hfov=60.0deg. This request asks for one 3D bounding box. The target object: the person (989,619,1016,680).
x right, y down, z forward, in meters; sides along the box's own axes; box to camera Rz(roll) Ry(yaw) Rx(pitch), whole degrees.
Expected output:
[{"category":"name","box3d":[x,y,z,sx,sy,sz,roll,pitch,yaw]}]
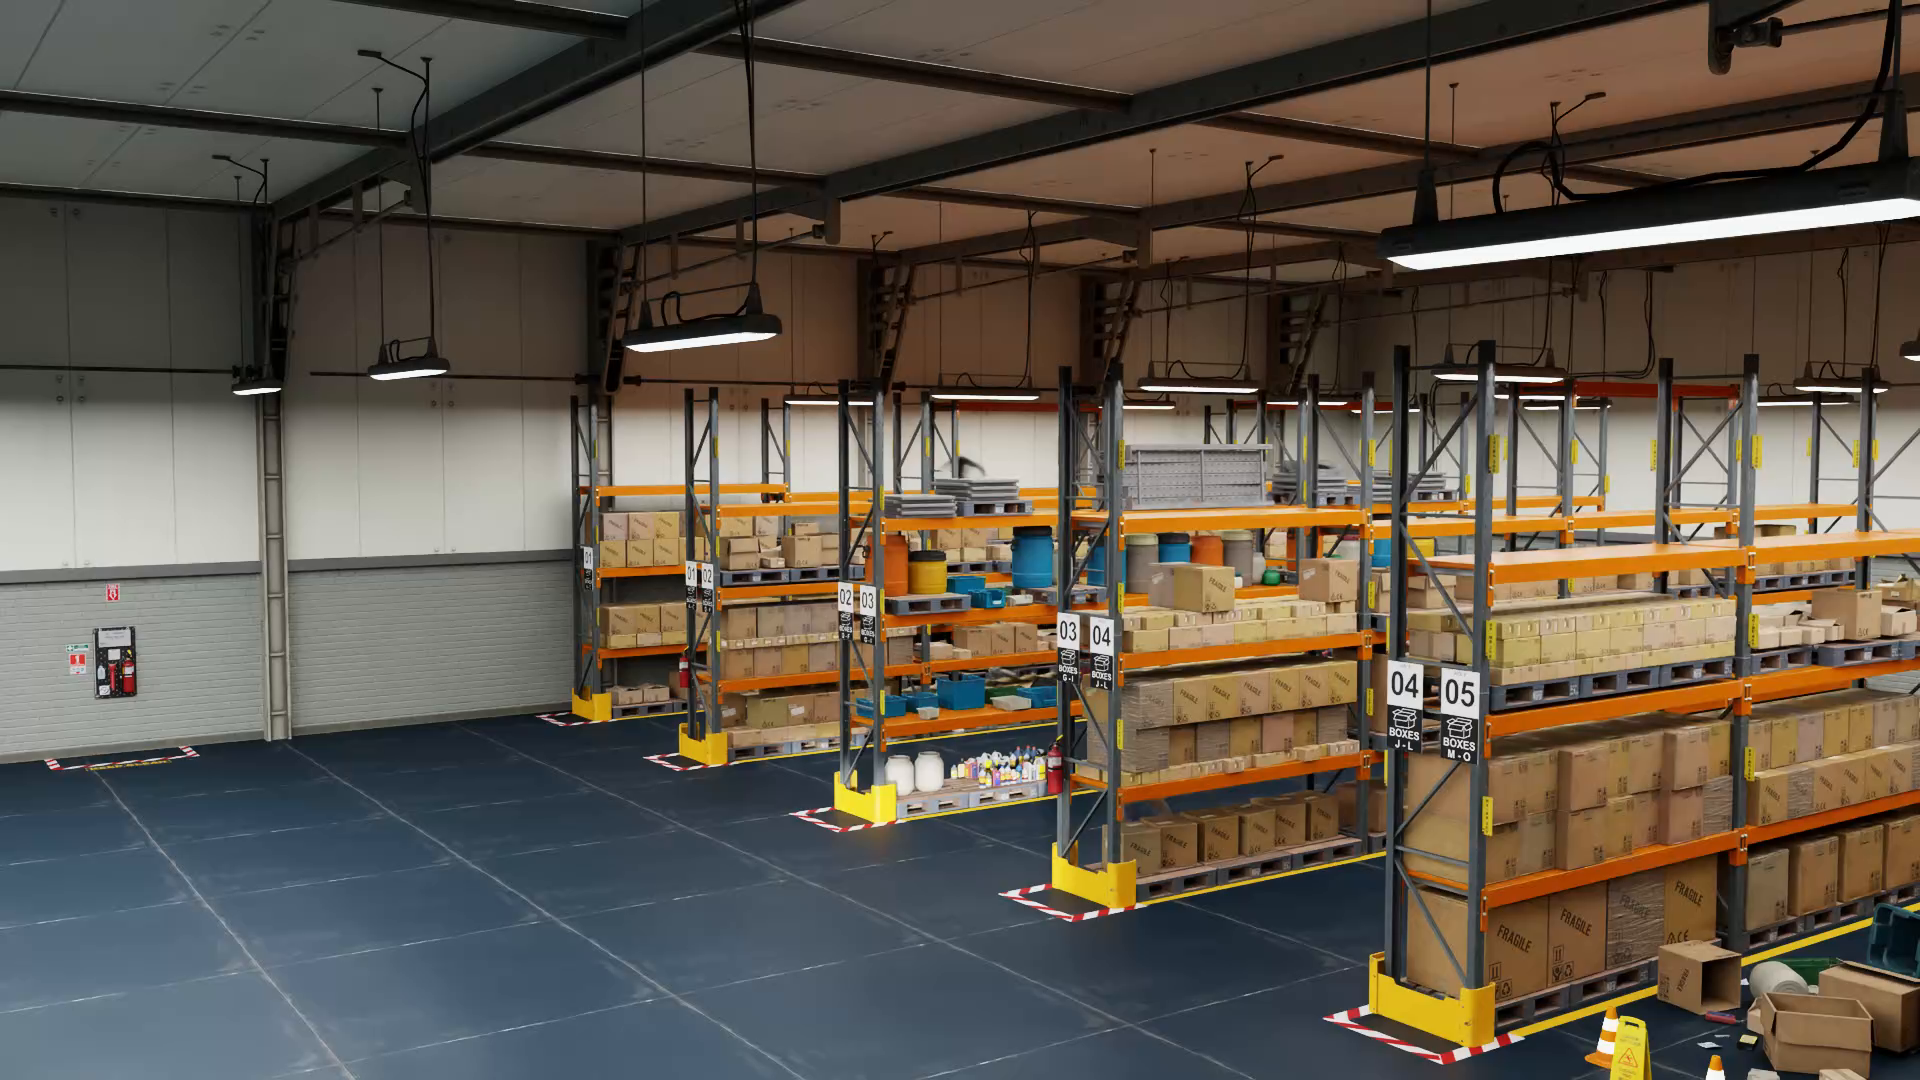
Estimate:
[{"category":"person","box3d":[0.799,2.284,33.653,0.665,1.724,0.701,-3,5,-41]}]

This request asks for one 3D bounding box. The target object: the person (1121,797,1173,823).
[{"category":"person","box3d":[2.356,3.042,21.964,1.111,1.544,0.657,-1,4,-22]}]

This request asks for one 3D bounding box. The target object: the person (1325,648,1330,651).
[{"category":"person","box3d":[7.311,2.350,32.509,0.641,1.720,0.721,-1,4,-22]}]
